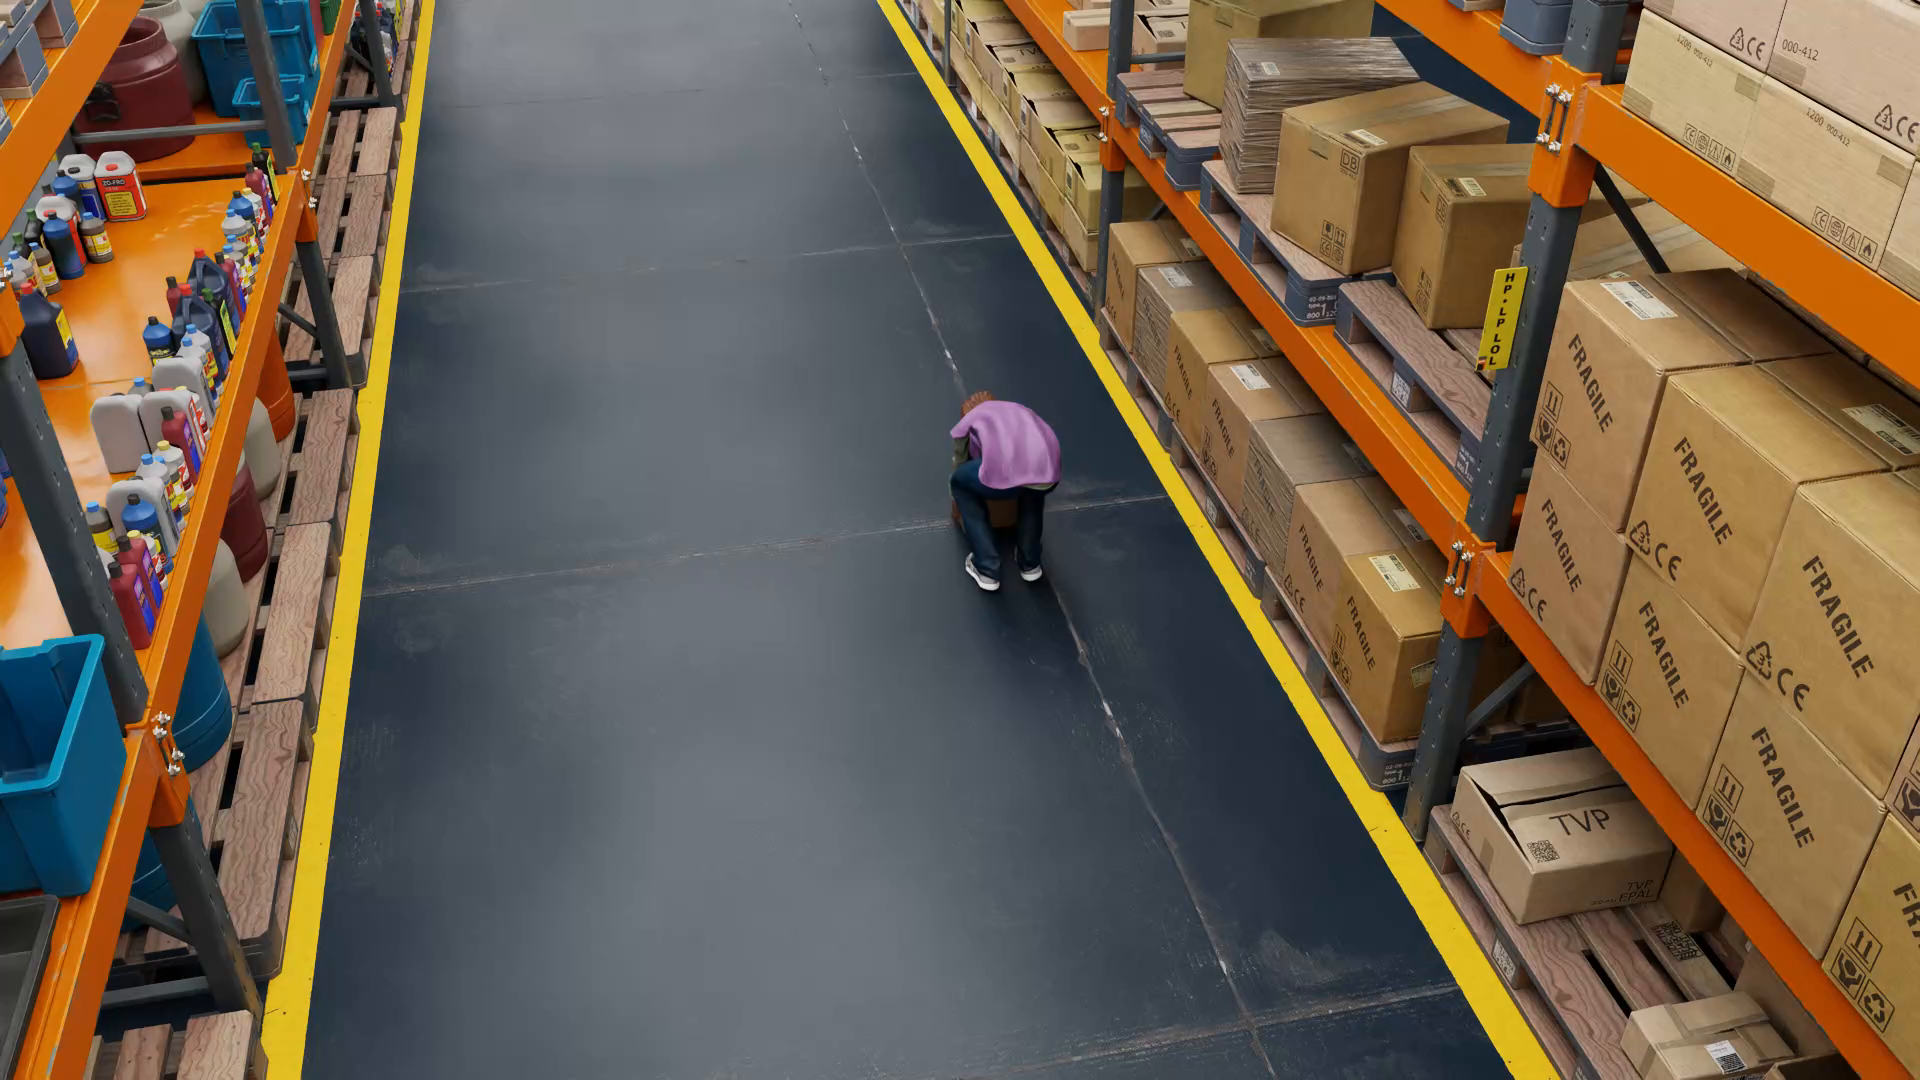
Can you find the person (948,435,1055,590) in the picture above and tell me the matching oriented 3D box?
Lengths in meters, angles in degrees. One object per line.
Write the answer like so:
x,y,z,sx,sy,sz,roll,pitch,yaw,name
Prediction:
0.197,-0.216,7.176,0.360,0.781,0.716,-9,36,-12,person
